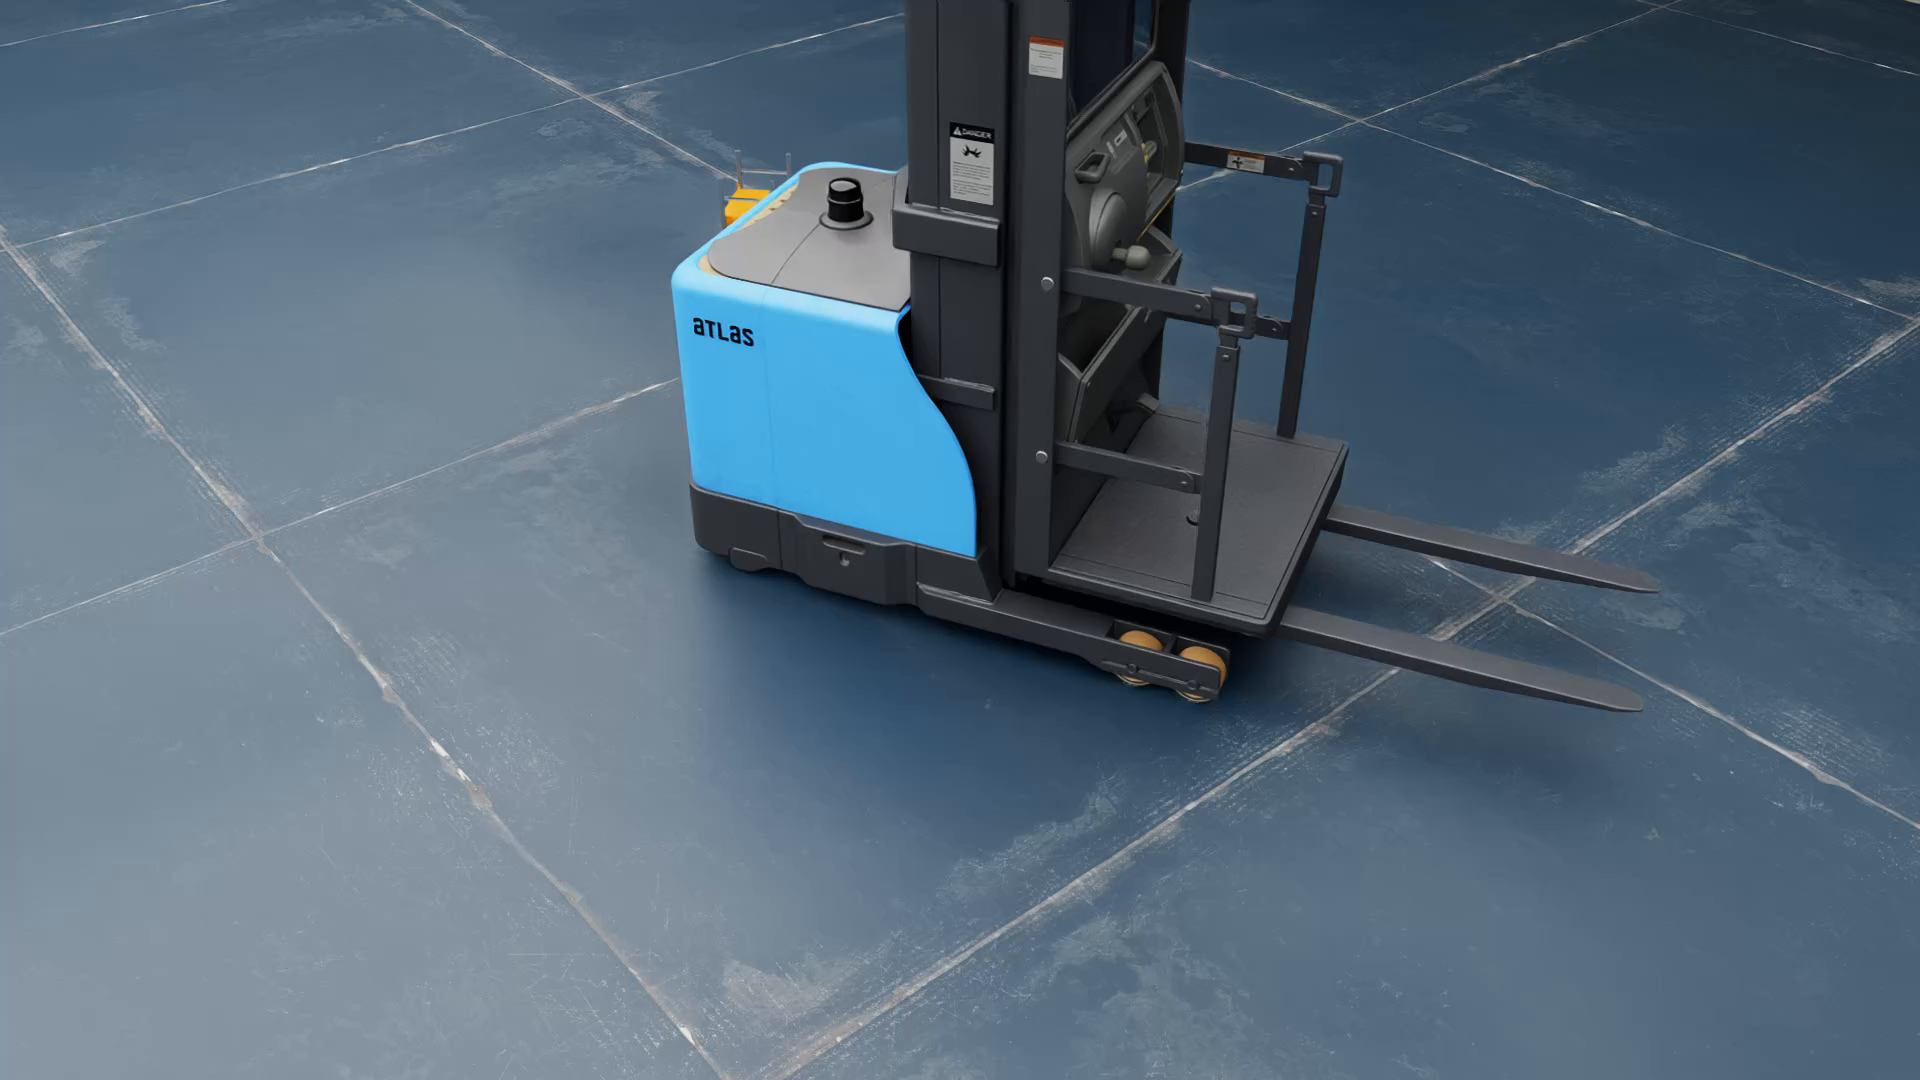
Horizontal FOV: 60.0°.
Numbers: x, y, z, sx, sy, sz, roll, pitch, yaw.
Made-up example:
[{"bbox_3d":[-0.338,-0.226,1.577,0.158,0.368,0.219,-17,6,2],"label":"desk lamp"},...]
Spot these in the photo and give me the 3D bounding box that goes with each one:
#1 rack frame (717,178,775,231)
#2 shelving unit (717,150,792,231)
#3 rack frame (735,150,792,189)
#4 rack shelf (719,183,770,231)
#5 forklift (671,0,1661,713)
[{"bbox_3d":[-0.731,-0.800,5.971,0.200,1.050,0.008,5,36,7],"label":"rack frame"},{"bbox_3d":[-0.713,-0.869,6.069,0.215,1.050,0.252,5,36,7],"label":"shelving unit"},{"bbox_3d":[-0.695,-0.939,6.168,0.200,1.050,0.008,5,36,7],"label":"rack frame"},{"bbox_3d":[-0.713,-1.092,5.911,0.215,0.259,0.240,5,36,7],"label":"rack shelf"},{"bbox_3d":[0.663,-1.055,4.704,3.031,2.935,1.130,14,38,19],"label":"forklift"}]
